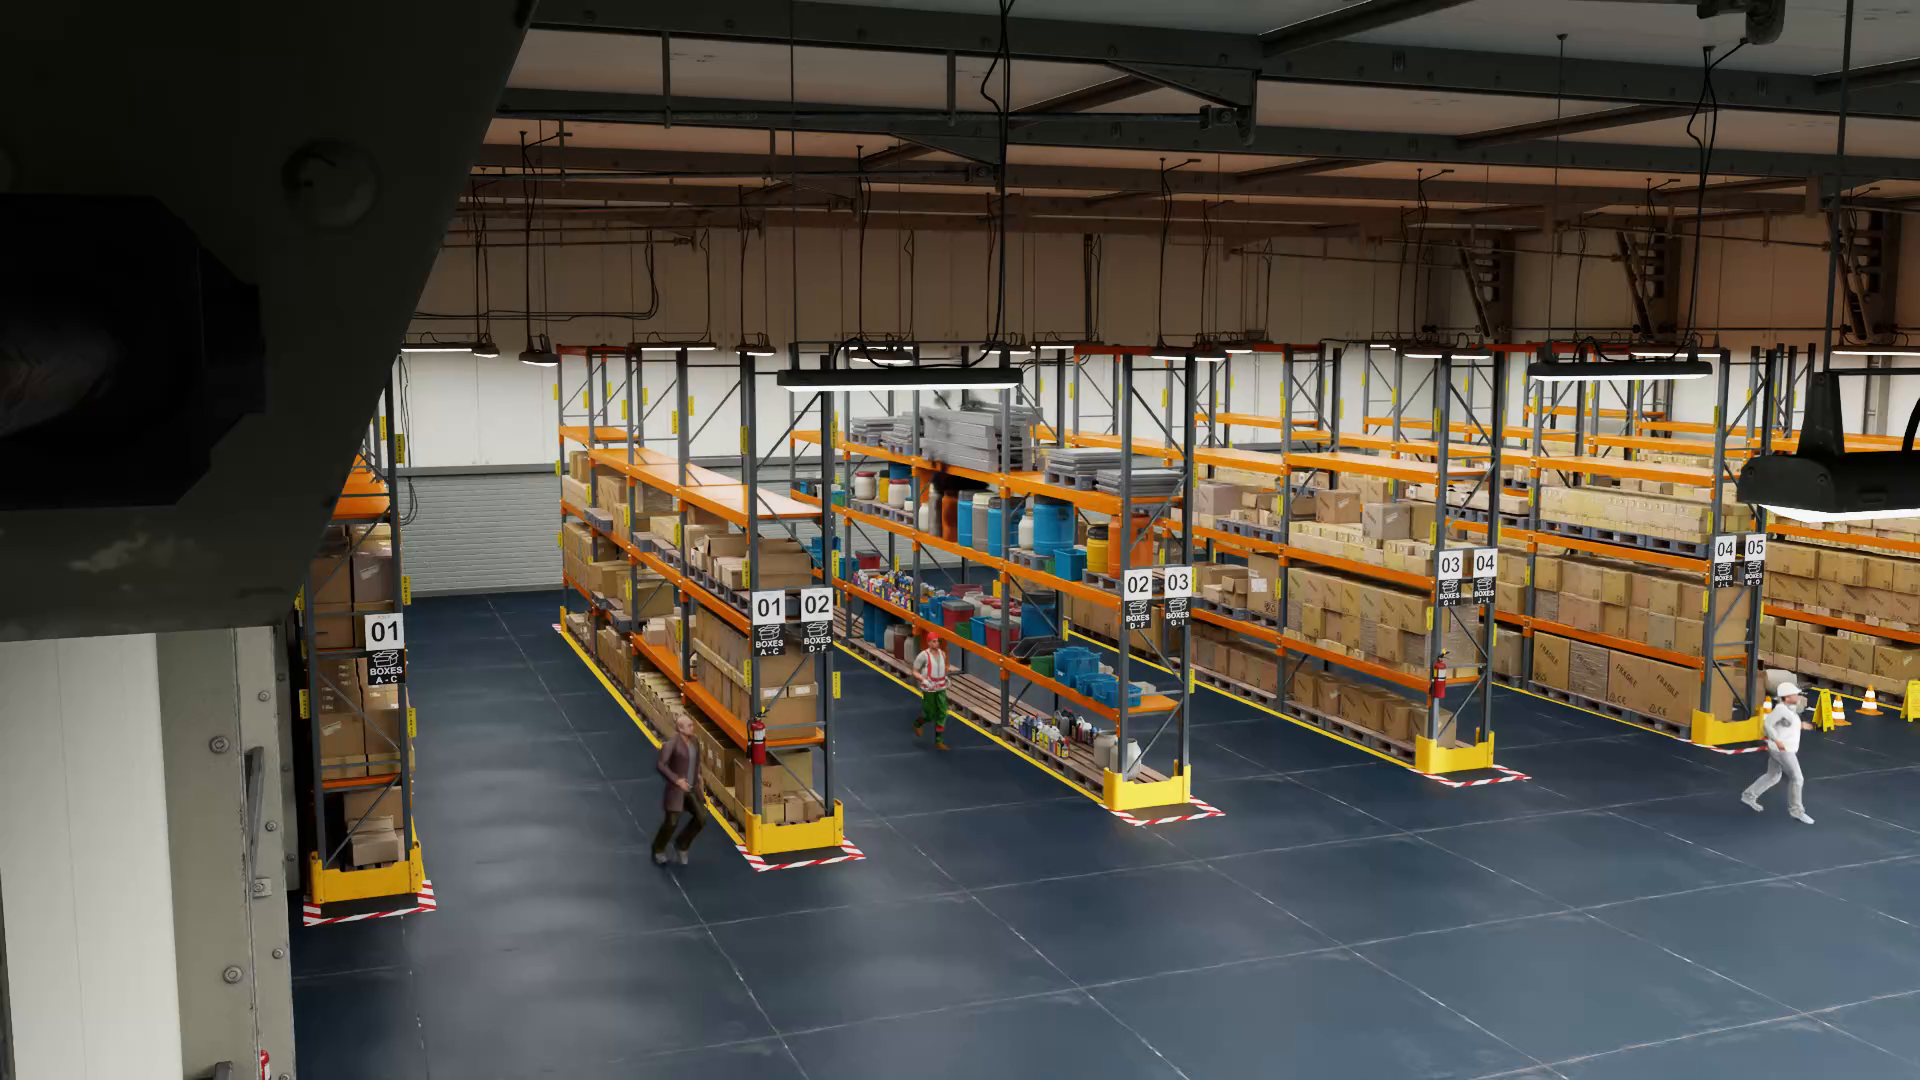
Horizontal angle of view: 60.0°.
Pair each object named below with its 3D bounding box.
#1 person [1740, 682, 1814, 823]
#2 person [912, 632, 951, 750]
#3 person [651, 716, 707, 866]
[{"bbox_3d":[10.613,2.729,21.504,0.871,1.813,0.557,3,8,21],"label":"person"},{"bbox_3d":[-0.412,2.256,25.142,0.667,1.763,0.860,-5,9,-33],"label":"person"},{"bbox_3d":[-3.294,3.072,19.811,0.686,1.559,0.777,6,10,40],"label":"person"}]
